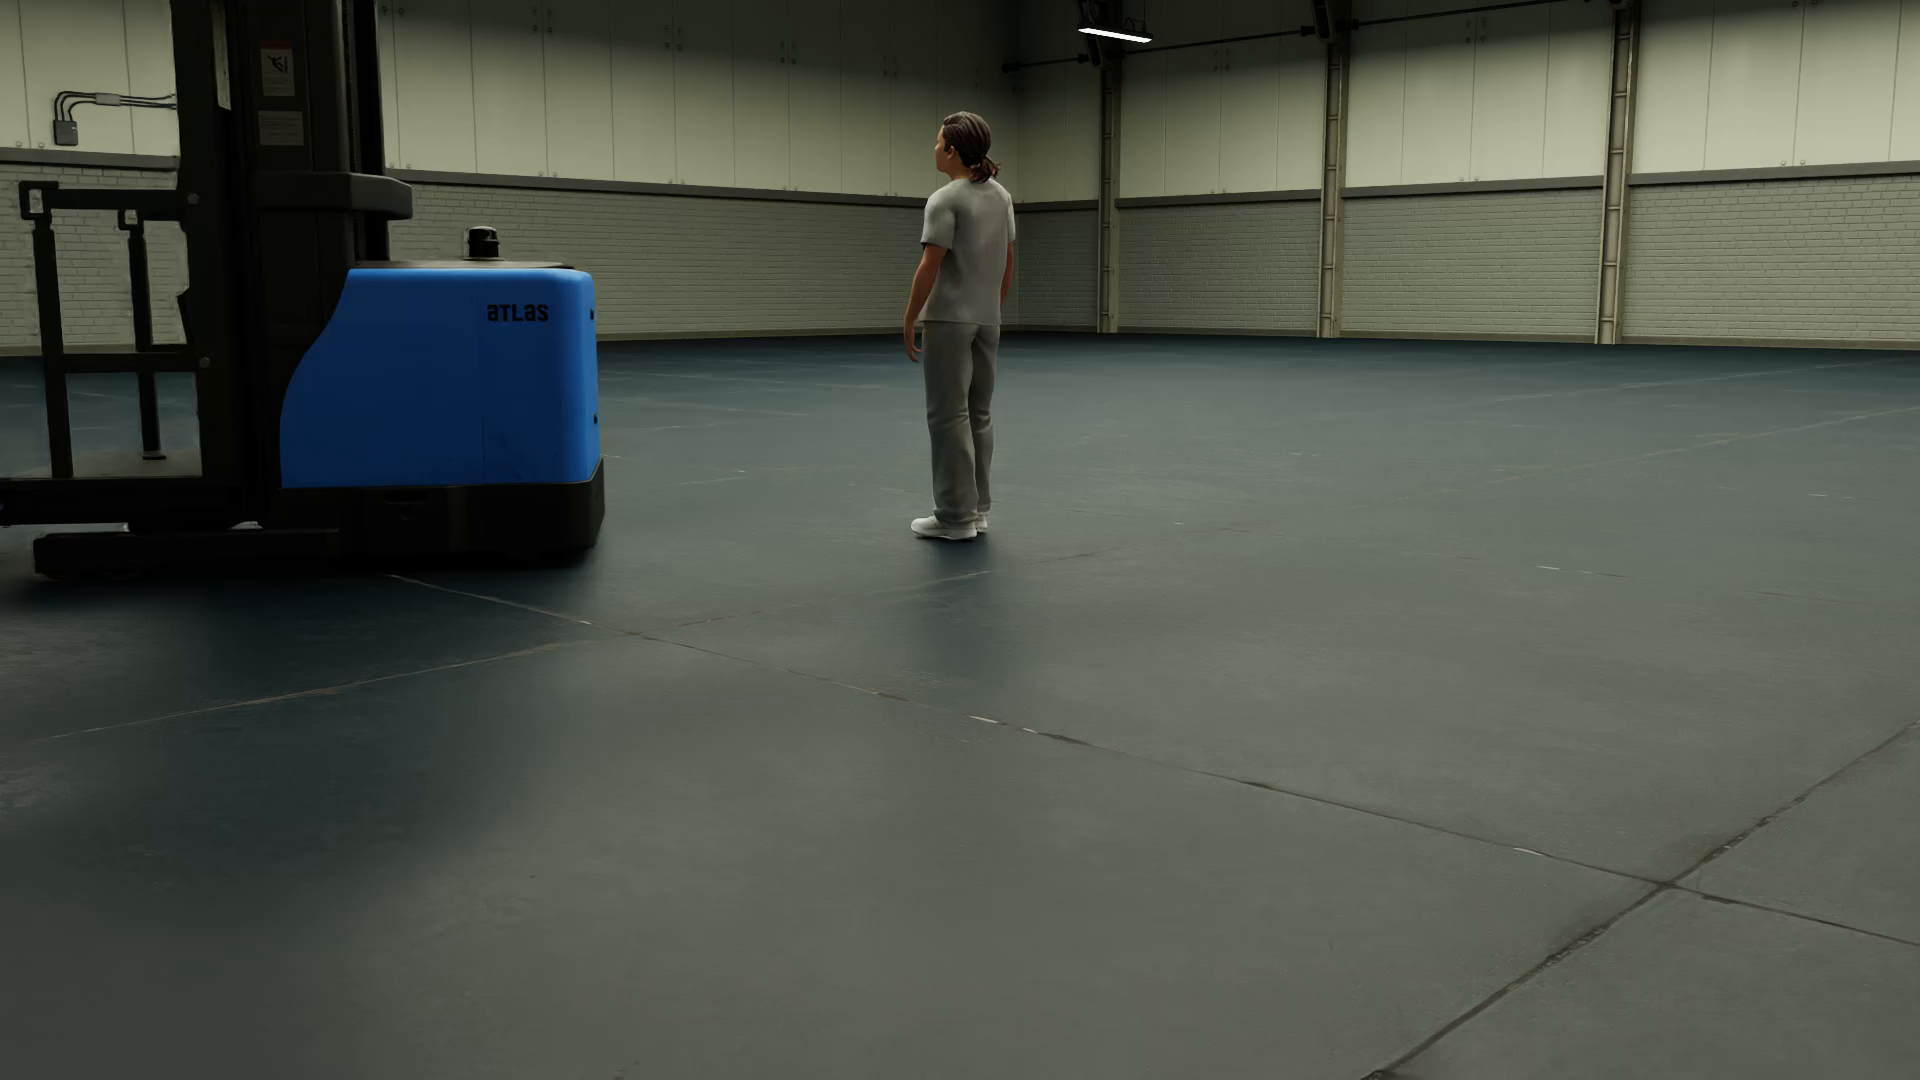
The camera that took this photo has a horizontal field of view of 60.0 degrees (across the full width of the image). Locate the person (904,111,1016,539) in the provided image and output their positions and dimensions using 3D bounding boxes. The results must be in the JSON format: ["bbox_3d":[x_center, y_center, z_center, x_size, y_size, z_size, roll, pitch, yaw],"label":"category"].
[{"bbox_3d":[-0.044,-0.844,6.651,0.549,1.675,0.550,8,12,43],"label":"person"}]

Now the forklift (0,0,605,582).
[{"bbox_3d":[-2.913,-1.389,6.096,3.031,2.935,1.130,-1,9,-9],"label":"forklift"}]
